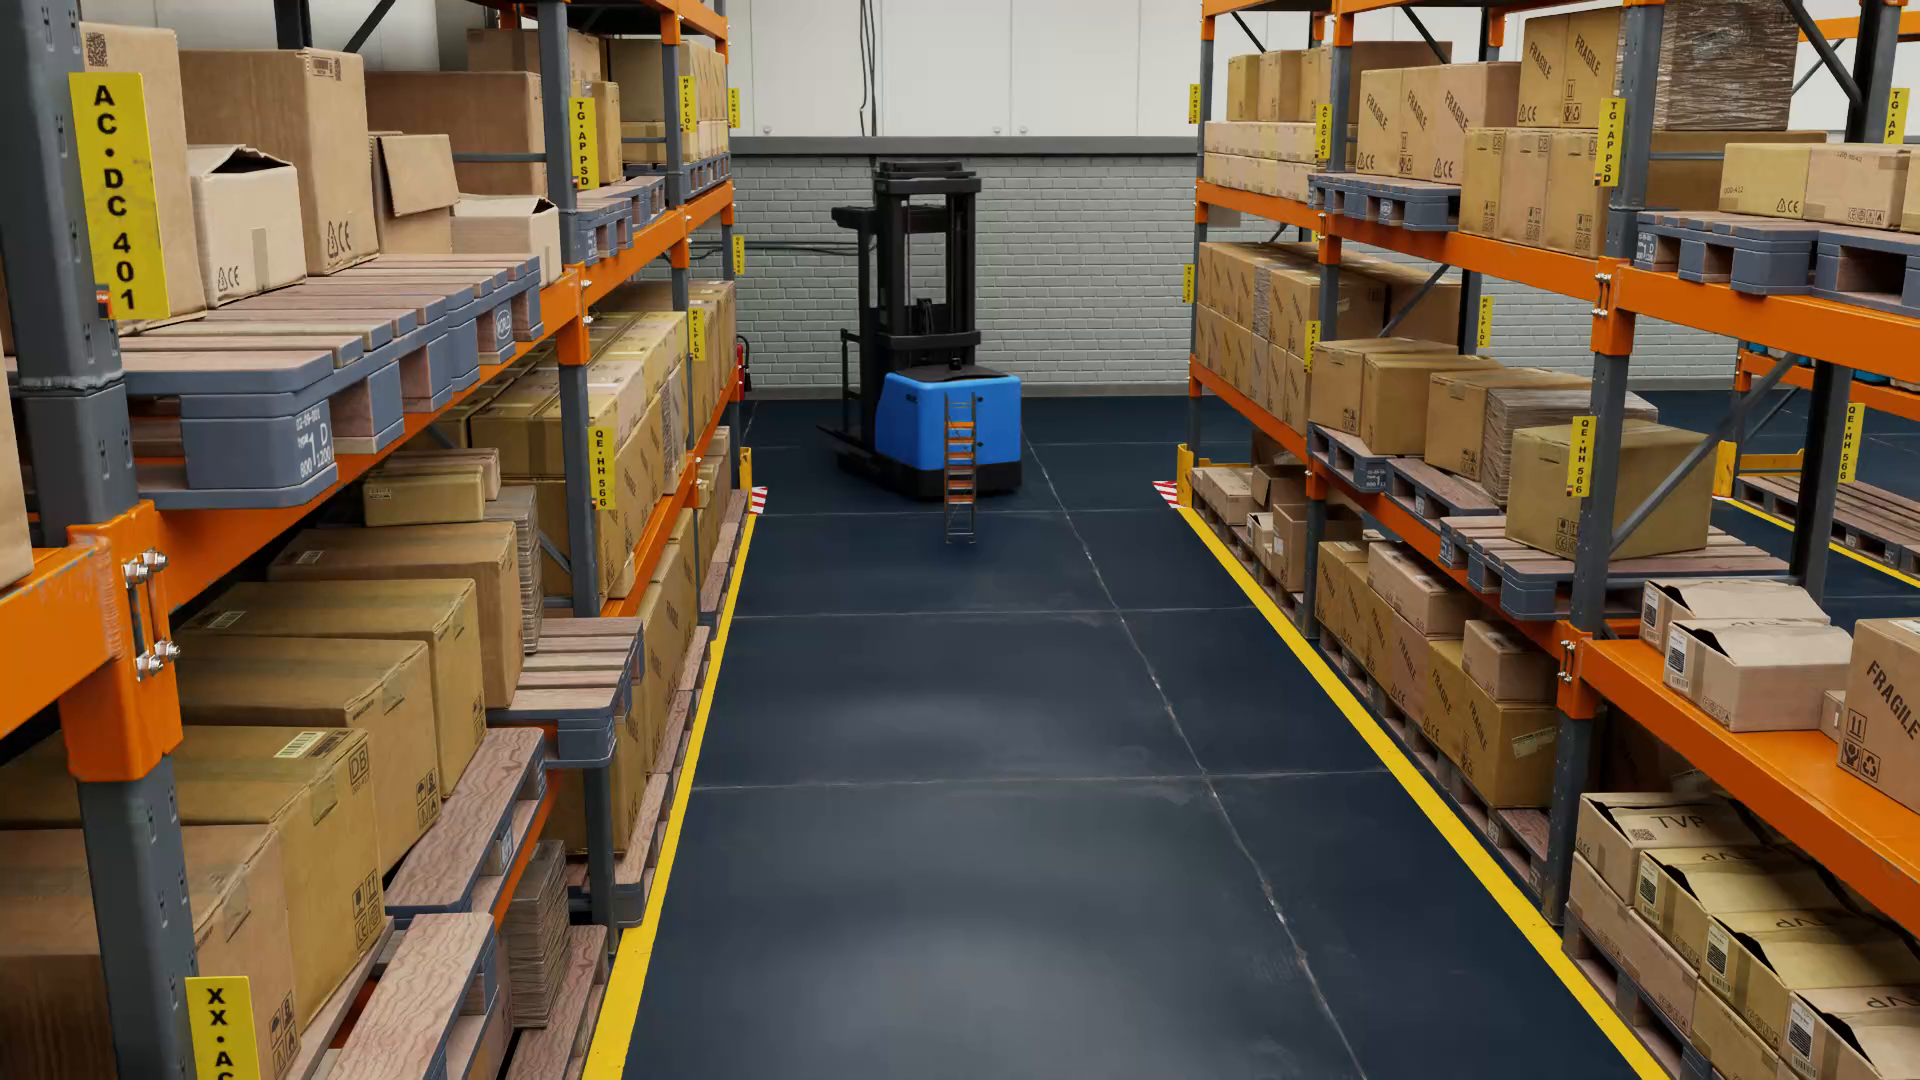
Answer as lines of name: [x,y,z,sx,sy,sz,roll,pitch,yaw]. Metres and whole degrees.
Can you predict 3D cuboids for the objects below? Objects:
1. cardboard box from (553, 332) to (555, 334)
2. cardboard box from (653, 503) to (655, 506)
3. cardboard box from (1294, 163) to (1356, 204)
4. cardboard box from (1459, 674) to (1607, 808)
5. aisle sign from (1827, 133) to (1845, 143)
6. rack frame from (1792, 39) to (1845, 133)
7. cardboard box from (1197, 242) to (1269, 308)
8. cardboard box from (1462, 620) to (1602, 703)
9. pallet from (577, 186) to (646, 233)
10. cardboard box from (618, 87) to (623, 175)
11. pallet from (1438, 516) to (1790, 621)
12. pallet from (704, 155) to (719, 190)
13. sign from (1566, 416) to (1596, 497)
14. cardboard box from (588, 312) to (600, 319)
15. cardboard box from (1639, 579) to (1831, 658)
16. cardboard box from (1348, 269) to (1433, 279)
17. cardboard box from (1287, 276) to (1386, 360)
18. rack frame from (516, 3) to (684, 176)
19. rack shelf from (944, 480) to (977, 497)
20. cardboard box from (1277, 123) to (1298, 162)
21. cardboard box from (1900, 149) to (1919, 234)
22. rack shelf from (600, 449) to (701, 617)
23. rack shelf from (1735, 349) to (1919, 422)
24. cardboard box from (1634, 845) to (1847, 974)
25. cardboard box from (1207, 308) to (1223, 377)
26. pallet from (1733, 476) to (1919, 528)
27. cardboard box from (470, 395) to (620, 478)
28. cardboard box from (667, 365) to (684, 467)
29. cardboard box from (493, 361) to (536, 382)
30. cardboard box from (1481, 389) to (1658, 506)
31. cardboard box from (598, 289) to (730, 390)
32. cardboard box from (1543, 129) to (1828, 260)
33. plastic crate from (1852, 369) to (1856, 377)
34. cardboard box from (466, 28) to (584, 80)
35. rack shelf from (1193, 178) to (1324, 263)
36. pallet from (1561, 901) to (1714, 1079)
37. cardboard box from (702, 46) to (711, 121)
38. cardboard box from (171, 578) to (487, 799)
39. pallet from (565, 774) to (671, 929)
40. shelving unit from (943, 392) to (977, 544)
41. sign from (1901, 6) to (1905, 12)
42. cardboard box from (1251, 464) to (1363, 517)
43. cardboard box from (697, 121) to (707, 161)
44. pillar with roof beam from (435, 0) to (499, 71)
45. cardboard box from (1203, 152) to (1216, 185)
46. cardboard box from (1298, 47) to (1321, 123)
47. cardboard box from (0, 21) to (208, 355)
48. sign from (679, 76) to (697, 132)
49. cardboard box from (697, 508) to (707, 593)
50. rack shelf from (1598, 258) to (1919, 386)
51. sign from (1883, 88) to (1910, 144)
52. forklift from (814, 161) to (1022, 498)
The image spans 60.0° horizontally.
cardboard box: [-2.364,-1.054,9.260,0.500,0.250,0.500,-1,14,-3]
cardboard box: [-1.833,-0.229,8.859,0.380,0.149,0.250,-1,14,-5]
cardboard box: [2.477,-2.311,10.771,0.500,0.250,0.500,-1,14,-3]
cardboard box: [2.728,0.949,7.952,0.500,0.500,0.500,0,14,-1]
aisle sign: [7.757,-3.166,14.595,0.394,0.787,0.004,-1,14,-3]
rack frame: [7.469,-4.790,14.084,1.000,3.000,0.127,-1,14,-3]
cardboard box: [2.289,-2.227,13.956,0.500,0.500,0.500,0,14,-2]
cardboard box: [2.720,0.572,7.913,0.500,0.250,0.500,0,14,-1]
pallet: [-2.089,-1.541,7.854,1.003,0.211,1.213,0,14,-1]
cardboard box: [-2.227,-2.231,9.073,0.700,0.500,0.500,-2,15,-6]
pallet: [2.908,0.106,7.480,1.213,0.211,1.003,-1,14,-3]
pallet: [-2.284,-2.653,11.976,1.003,0.211,1.213,-1,14,-3]
sign: [2.479,-0.331,6.629,0.100,0.325,0.005,-1,14,-3]
cardboard box: [-2.403,-1.184,9.765,0.500,0.250,0.500,0,14,-2]
cardboard box: [2.999,0.315,6.462,0.500,0.311,0.500,0,14,0]
cardboard box: [2.992,-1.597,11.506,0.500,0.500,0.500,-1,14,-5]
cardboard box: [2.483,-1.469,11.008,0.500,0.500,0.500,-1,14,-3]
rack frame: [-2.171,-3.642,9.623,1.000,3.000,0.127,-1,14,-3]
rack shelf: [0.001,-0.418,13.404,0.258,0.103,0.180,-1,14,-3]
cardboard box: [2.444,-2.678,11.192,0.500,0.250,0.500,-1,14,-3]
cardboard box: [3.179,-1.018,4.903,0.500,0.250,0.500,-1,14,-5]
rack shelf: [-2.048,0.109,8.527,1.077,0.370,4.000,-1,14,-3]
rack shelf: [7.593,-1.039,12.988,1.077,0.370,4.000,-1,14,-3]
cardboard box: [2.801,1.302,5.995,0.500,0.311,0.500,-1,14,-5]
cardboard box: [2.326,-1.615,13.583,0.500,0.500,0.500,-1,14,-4]
pallet: [7.481,-0.329,14.380,1.003,0.211,1.213,-1,14,-3]
cardboard box: [-1.696,-0.432,6.841,0.500,0.250,0.500,-1,14,-2]
cardboard box: [-1.850,-0.701,9.395,0.500,0.500,0.500,-1,14,-3]
cardboard box: [-2.268,-0.673,7.779,0.500,0.250,0.500,-1,14,-5]
cardboard box: [3.003,-0.457,8.238,0.700,0.500,0.500,2,15,7]
cardboard box: [-2.322,-1.570,13.005,0.980,0.700,0.700,-1,14,-4]
cardboard box: [2.960,-1.429,6.839,0.910,0.500,0.500,-1,14,-3]
plastic crate: [7.237,-1.439,13.314,0.416,0.233,0.300,-1,14,-3]
cardboard box: [-2.199,-2.456,8.445,0.500,0.250,0.500,-1,14,-5]
rack shelf: [2.649,-2.416,12.321,1.077,0.370,4.000,-1,14,-3]
pallet: [3.032,1.736,6.355,1.003,0.211,1.213,-1,14,-3]
cardboard box: [-2.010,-3.164,11.537,0.500,0.500,0.500,-1,14,-3]
cardboard box: [-1.785,0.423,4.781,0.700,0.500,0.500,-1,14,-3]
pallet: [-1.897,1.411,7.619,1.003,0.211,1.213,-1,14,-3]
shelving unit: [0.001,-0.577,13.363,0.258,1.200,0.189,-1,14,-3]
sign: [8.017,-4.646,14.173,0.100,0.325,0.005,-1,14,-3]
cardboard box: [2.651,-0.286,12.744,0.797,0.503,0.637,-1,14,-3]
cardboard box: [-1.969,-2.672,11.128,0.500,0.250,0.500,-1,14,-5]
pillar with roof beam: [1.219,-3.870,10.506,9.100,9.000,0.400,-1,14,-3]
cardboard box: [2.303,-3.058,13.671,0.500,0.250,0.500,-1,14,-3]
cardboard box: [2.778,-3.171,11.603,0.700,0.500,0.500,-1,14,-3]
cardboard box: [-1.630,-0.589,2.733,0.500,0.500,0.500,1,14,5]
sign: [-1.631,-2.603,9.935,0.100,0.325,0.005,-1,14,-3]
cardboard box: [-2.115,0.083,11.359,0.700,0.500,0.500,-1,14,-3]
rack shelf: [3.144,-0.426,4.588,1.077,0.370,4.000,-1,14,-3]
sign: [3.575,-1.568,6.383,0.100,0.325,0.005,-1,14,-3]
forklift: [-0.544,-2.117,15.874,1.130,2.935,3.031,-7,16,-26]
